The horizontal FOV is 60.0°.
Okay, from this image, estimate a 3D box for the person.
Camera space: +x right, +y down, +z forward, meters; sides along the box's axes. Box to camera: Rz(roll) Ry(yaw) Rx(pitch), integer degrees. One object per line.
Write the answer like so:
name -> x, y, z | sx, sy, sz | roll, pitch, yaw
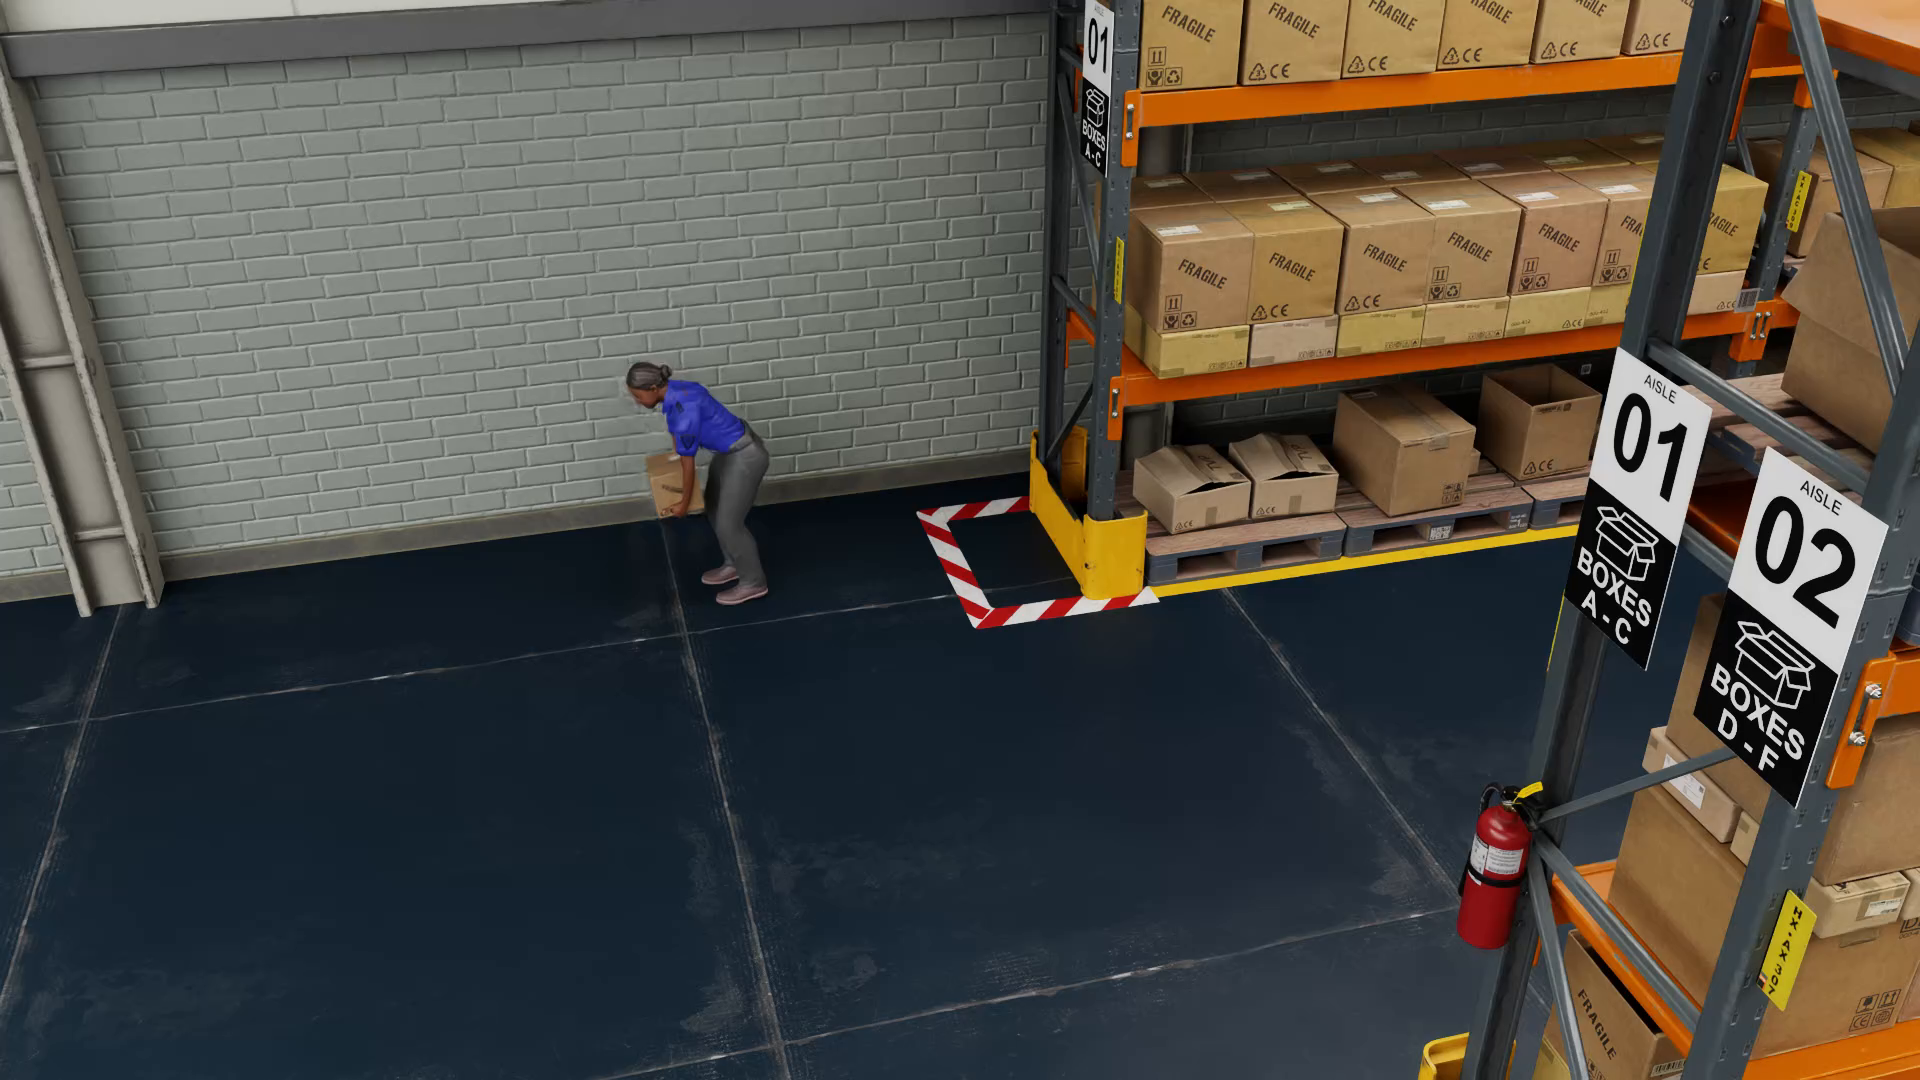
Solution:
person -> -1.226, -0.444, 8.994 | 0.351, 1.654, 0.531 | -10, 32, -16
